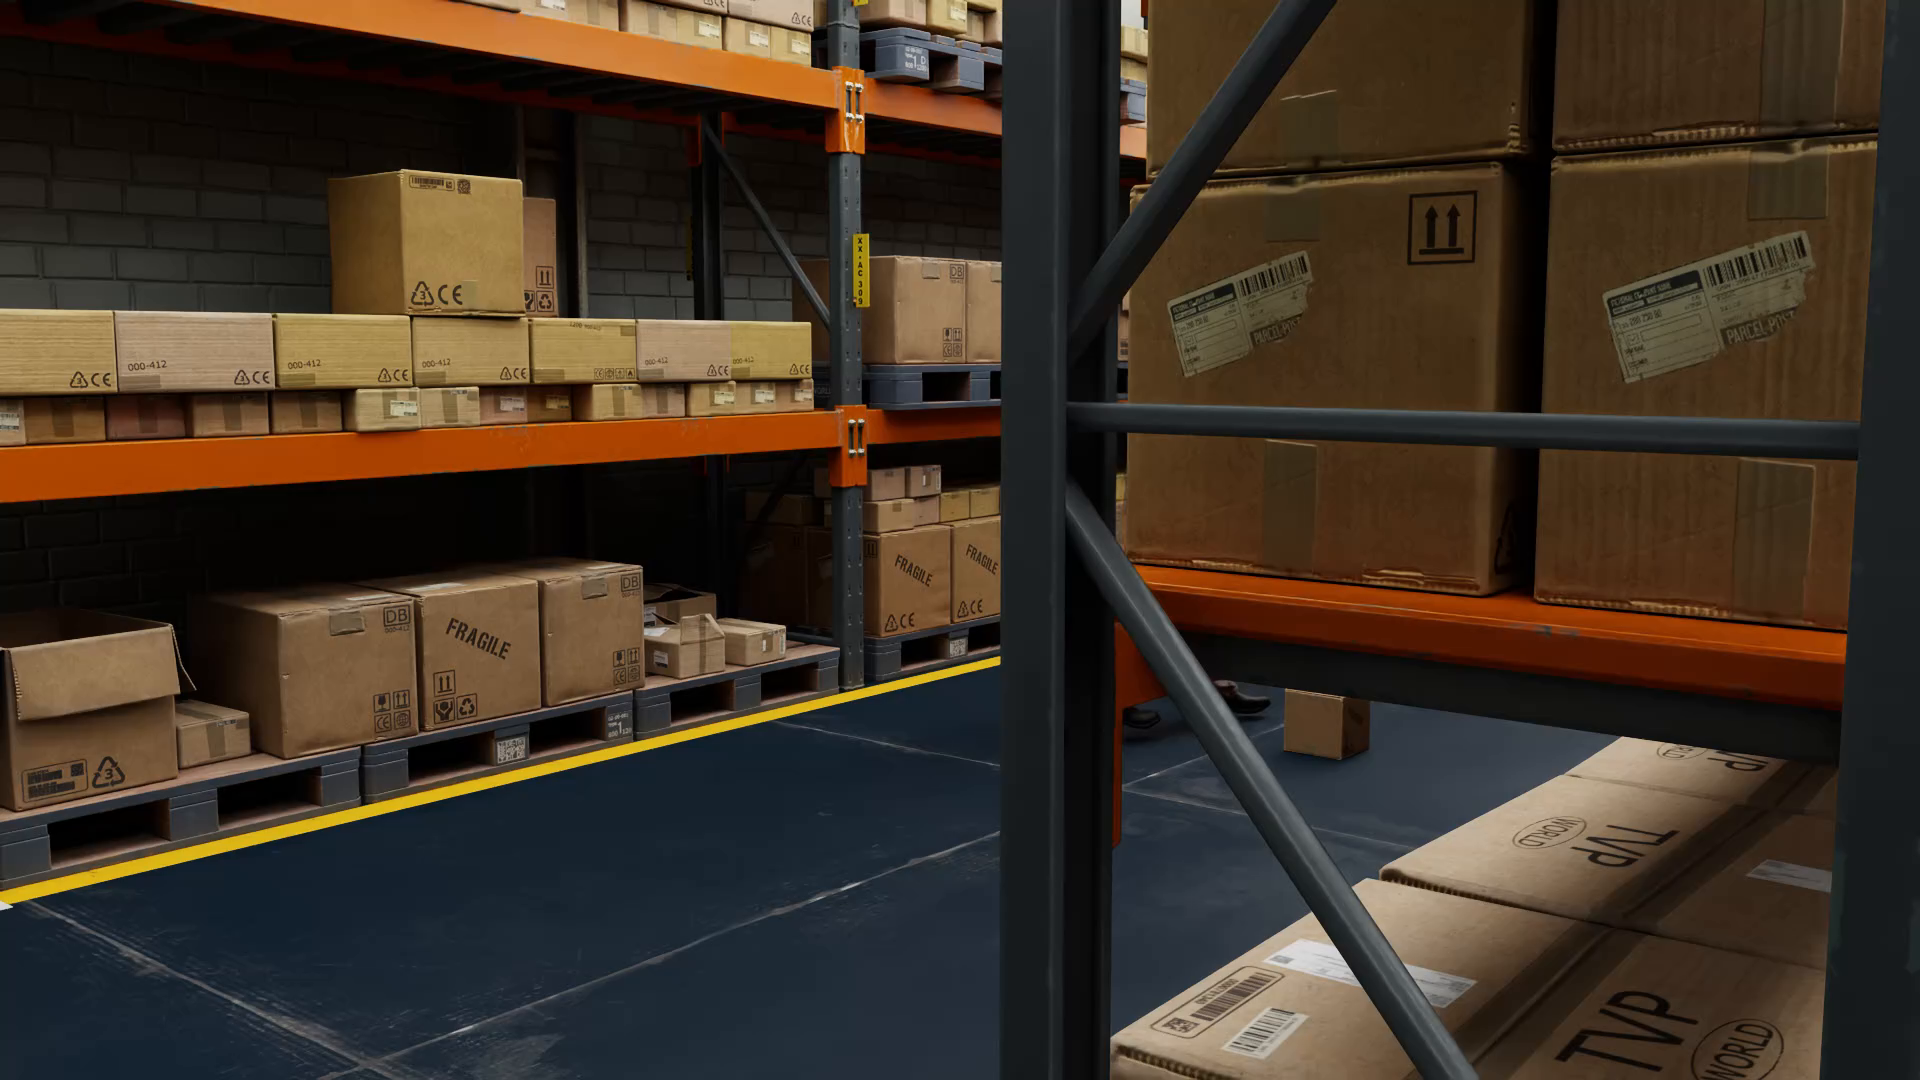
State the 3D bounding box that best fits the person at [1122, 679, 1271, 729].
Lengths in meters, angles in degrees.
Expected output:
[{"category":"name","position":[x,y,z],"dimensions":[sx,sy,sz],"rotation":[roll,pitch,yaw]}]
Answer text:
[{"category":"person","position":[0.933,-0.059,6.847],"dimensions":[0.846,1.698,0.561],"rotation":[-1,7,-5]}]
